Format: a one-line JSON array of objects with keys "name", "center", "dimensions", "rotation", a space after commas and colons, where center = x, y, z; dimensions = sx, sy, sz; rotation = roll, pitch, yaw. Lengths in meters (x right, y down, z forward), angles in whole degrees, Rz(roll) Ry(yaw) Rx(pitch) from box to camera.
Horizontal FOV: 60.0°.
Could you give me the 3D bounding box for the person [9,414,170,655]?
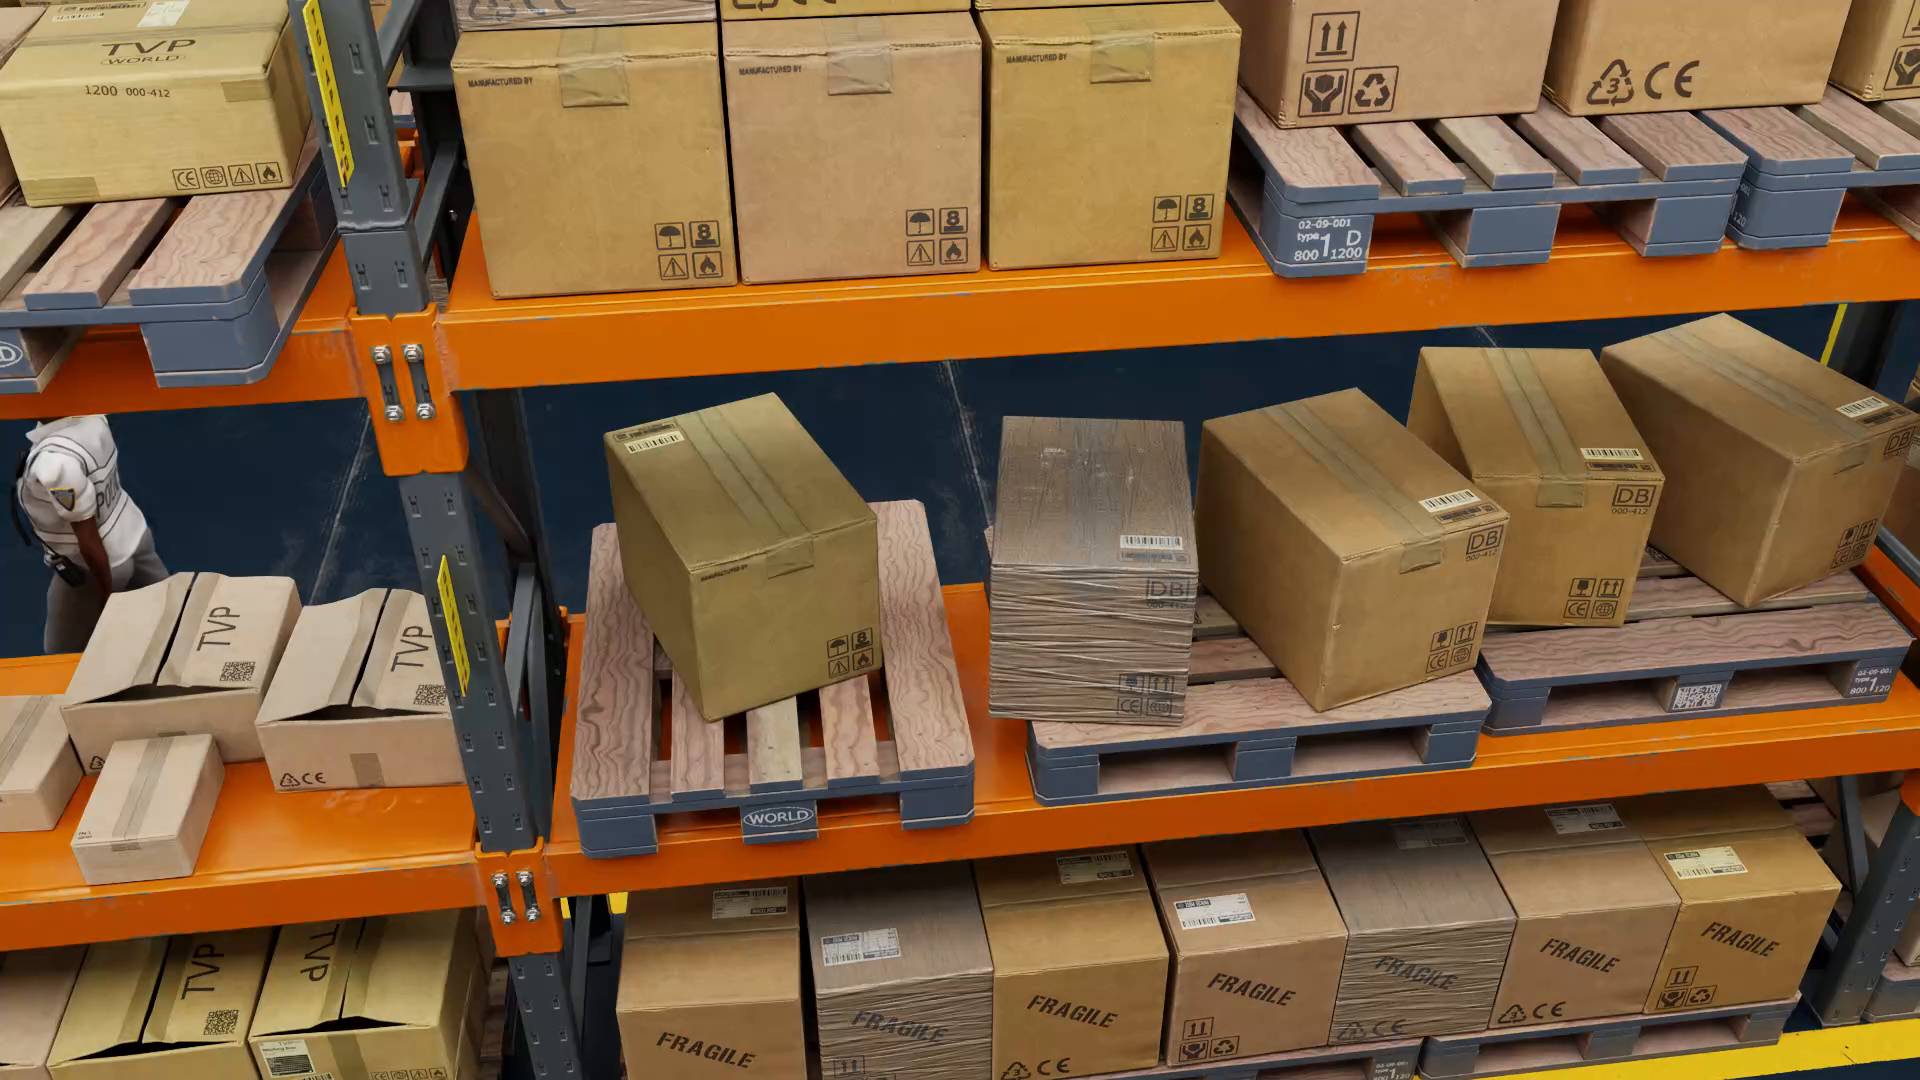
[{"name": "person", "center": [-3.214, 0.050, 6.039], "dimensions": [0.860, 1.676, 0.484], "rotation": [-2, 35, -2]}]
